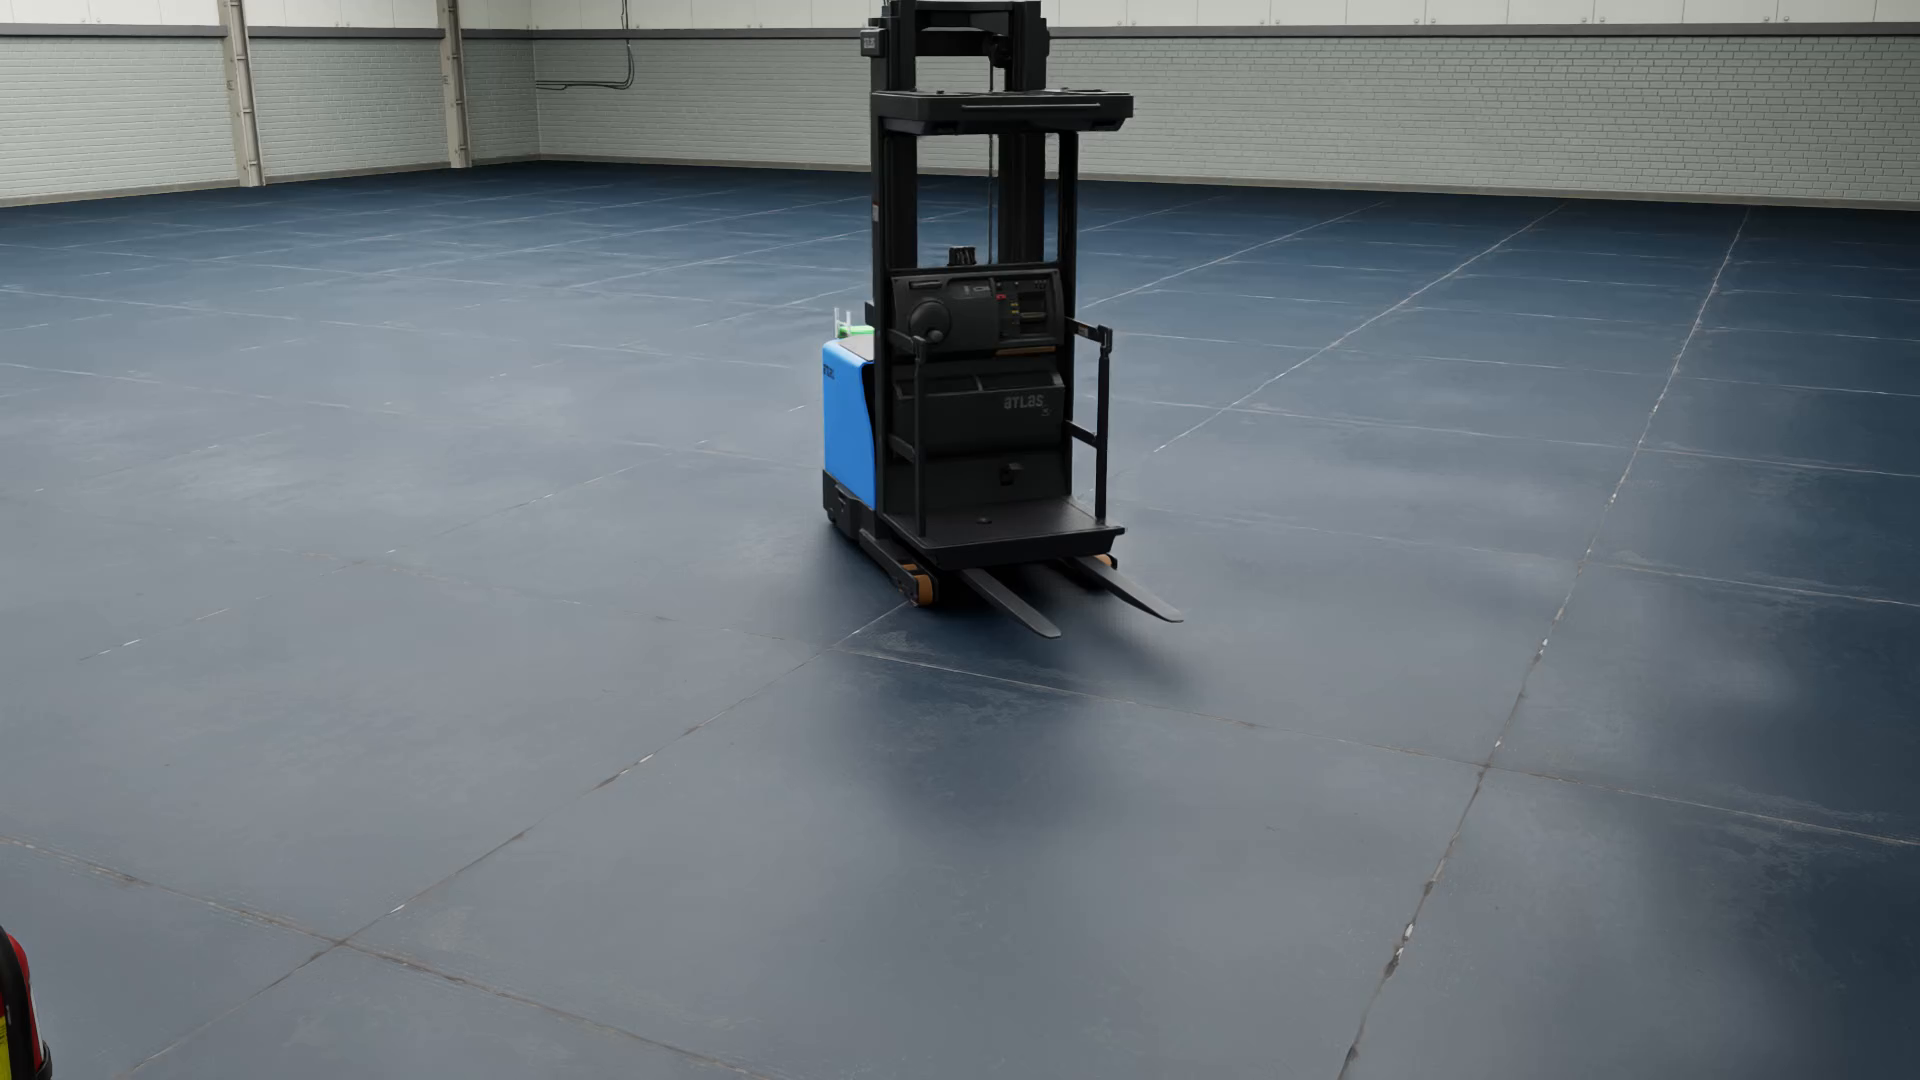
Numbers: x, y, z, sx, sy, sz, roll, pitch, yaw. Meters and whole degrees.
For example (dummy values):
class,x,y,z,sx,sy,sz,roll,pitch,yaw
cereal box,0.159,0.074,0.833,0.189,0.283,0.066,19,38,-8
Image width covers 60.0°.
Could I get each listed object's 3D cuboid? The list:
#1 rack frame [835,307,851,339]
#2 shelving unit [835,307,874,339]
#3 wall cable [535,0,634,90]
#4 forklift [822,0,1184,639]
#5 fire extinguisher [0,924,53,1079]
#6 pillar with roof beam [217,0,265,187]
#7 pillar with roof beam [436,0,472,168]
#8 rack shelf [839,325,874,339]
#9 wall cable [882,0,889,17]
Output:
class,x,y,z,sx,sy,sz,roll,pitch,yaw
rack frame,-0.692,-0.795,10.071,0.015,1.200,0.240,-7,15,-22
shelving unit,-0.467,-0.821,10.161,0.503,1.200,0.258,-7,15,-22
wall cable,-9.143,-12.106,39.931,3.097,2.526,0.112,8,18,25
forklift,0.174,-1.199,8.414,1.130,2.935,3.031,-6,18,-20
fire extinguisher,-1.294,0.661,2.165,0.296,0.674,0.183,8,18,25
pillar with roof beam,-10.473,-10.936,30.539,9.100,9.000,0.400,8,18,25
pillar with roof beam,-7.791,-12.464,35.685,9.100,9.000,0.400,8,18,25
rack shelf,-0.474,-1.225,10.060,0.480,0.148,0.258,-7,15,-22
wall cable,-0.658,-14.013,34.924,2.305,6.003,0.169,8,18,25
